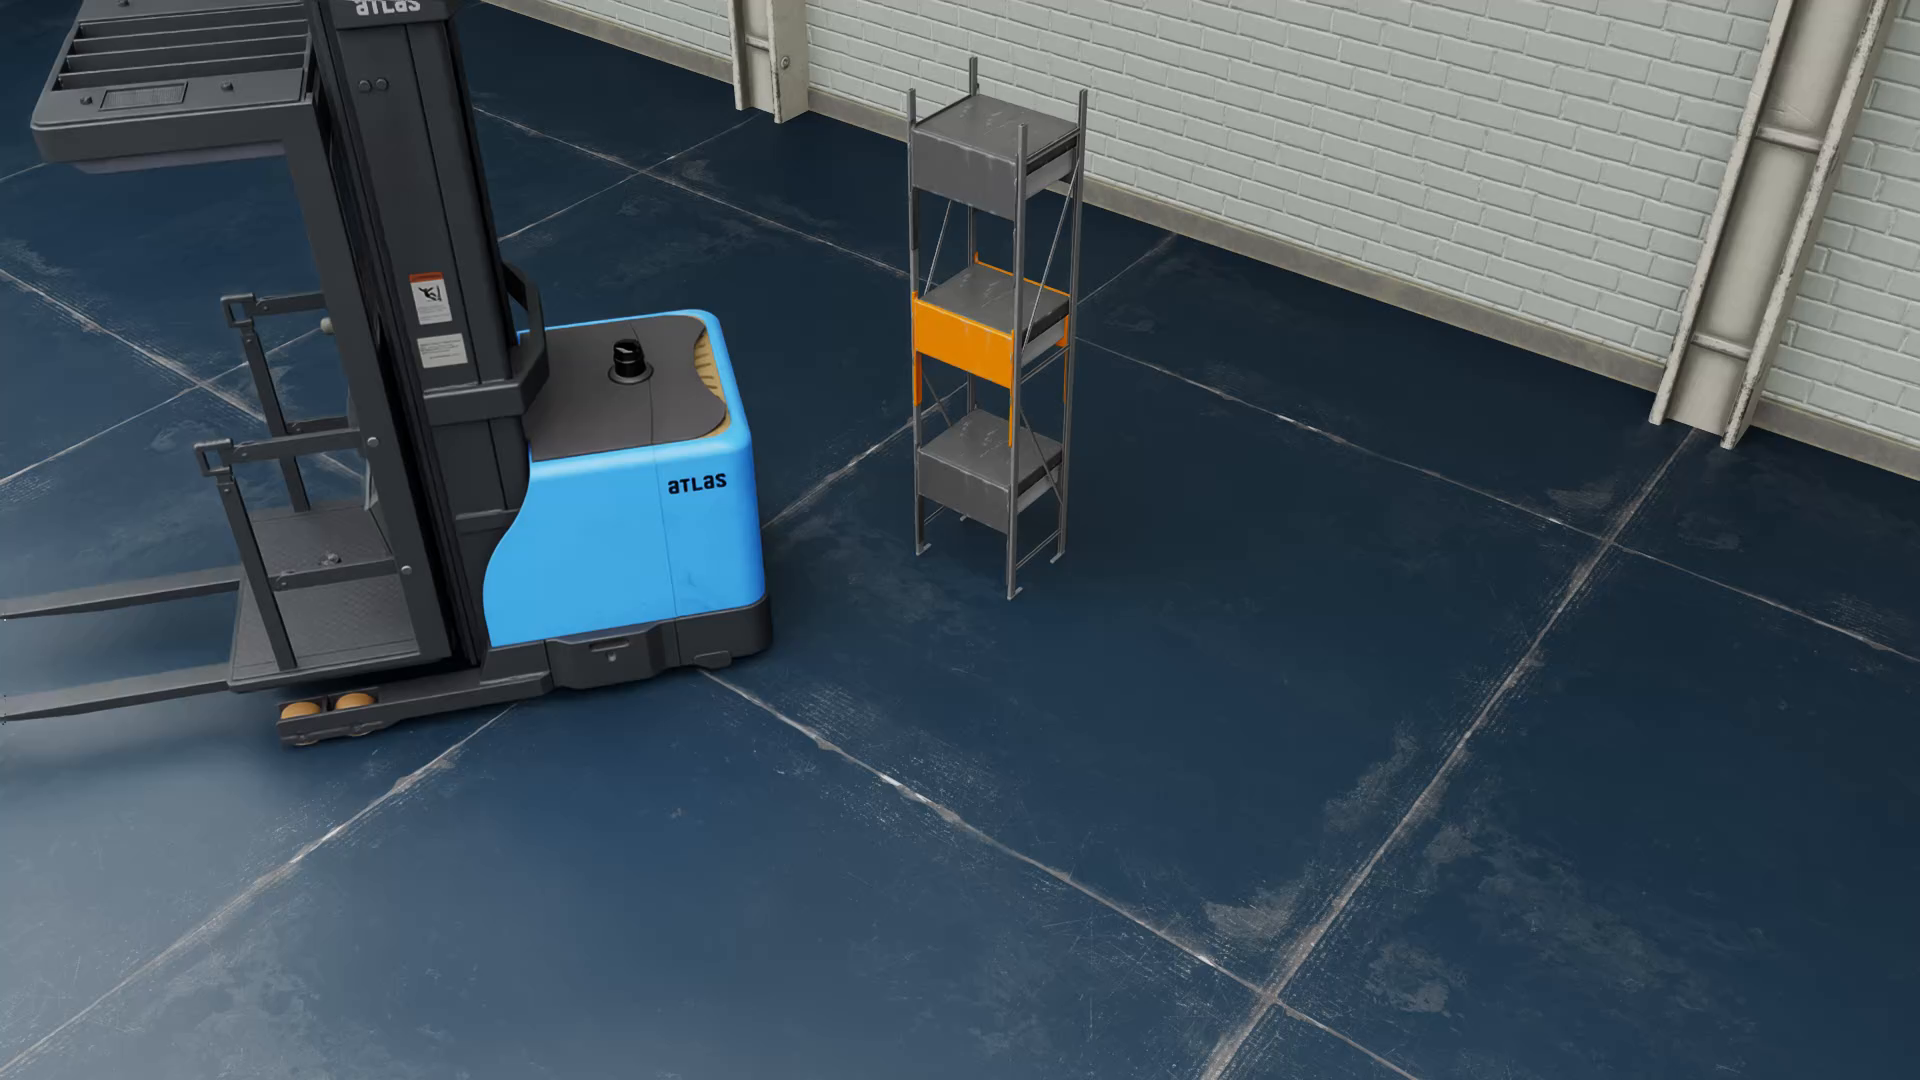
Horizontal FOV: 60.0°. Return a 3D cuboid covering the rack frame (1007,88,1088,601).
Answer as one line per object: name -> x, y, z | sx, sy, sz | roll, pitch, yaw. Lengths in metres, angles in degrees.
rack frame -> 0.325, -0.673, 6.407 | 0.015, 2.100, 0.400 | 25, 45, 29

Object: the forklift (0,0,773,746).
forklift -> -2.320, -0.743, 5.821 | 3.031, 2.935, 1.130 | -9, 39, -11

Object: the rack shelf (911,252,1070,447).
rack shelf -> 0.131, -0.754, 6.532 | 0.480, 0.518, 0.431 | 25, 45, 29

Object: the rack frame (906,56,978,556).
rack frame -> -0.062, -0.856, 6.640 | 0.015, 2.100, 0.400 | 25, 45, 29

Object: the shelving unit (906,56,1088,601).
shelving unit -> 0.131, -0.765, 6.524 | 0.503, 2.100, 0.431 | 25, 45, 29

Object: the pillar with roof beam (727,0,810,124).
pillar with roof beam -> -3.831, -4.252, 5.382 | 0.400, 9.000, 9.100 | 25, 45, 29

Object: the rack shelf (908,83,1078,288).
rack shelf -> 0.131, -1.305, 6.100 | 0.480, 0.518, 0.431 | 25, 45, 29

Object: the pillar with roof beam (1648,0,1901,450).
pillar with roof beam -> 0.935, -2.005, 2.512 | 0.400, 9.000, 9.100 | 25, 45, 29

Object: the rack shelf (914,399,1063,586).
rack shelf -> 0.131, -0.203, 6.963 | 0.480, 0.518, 0.431 | 25, 45, 29
